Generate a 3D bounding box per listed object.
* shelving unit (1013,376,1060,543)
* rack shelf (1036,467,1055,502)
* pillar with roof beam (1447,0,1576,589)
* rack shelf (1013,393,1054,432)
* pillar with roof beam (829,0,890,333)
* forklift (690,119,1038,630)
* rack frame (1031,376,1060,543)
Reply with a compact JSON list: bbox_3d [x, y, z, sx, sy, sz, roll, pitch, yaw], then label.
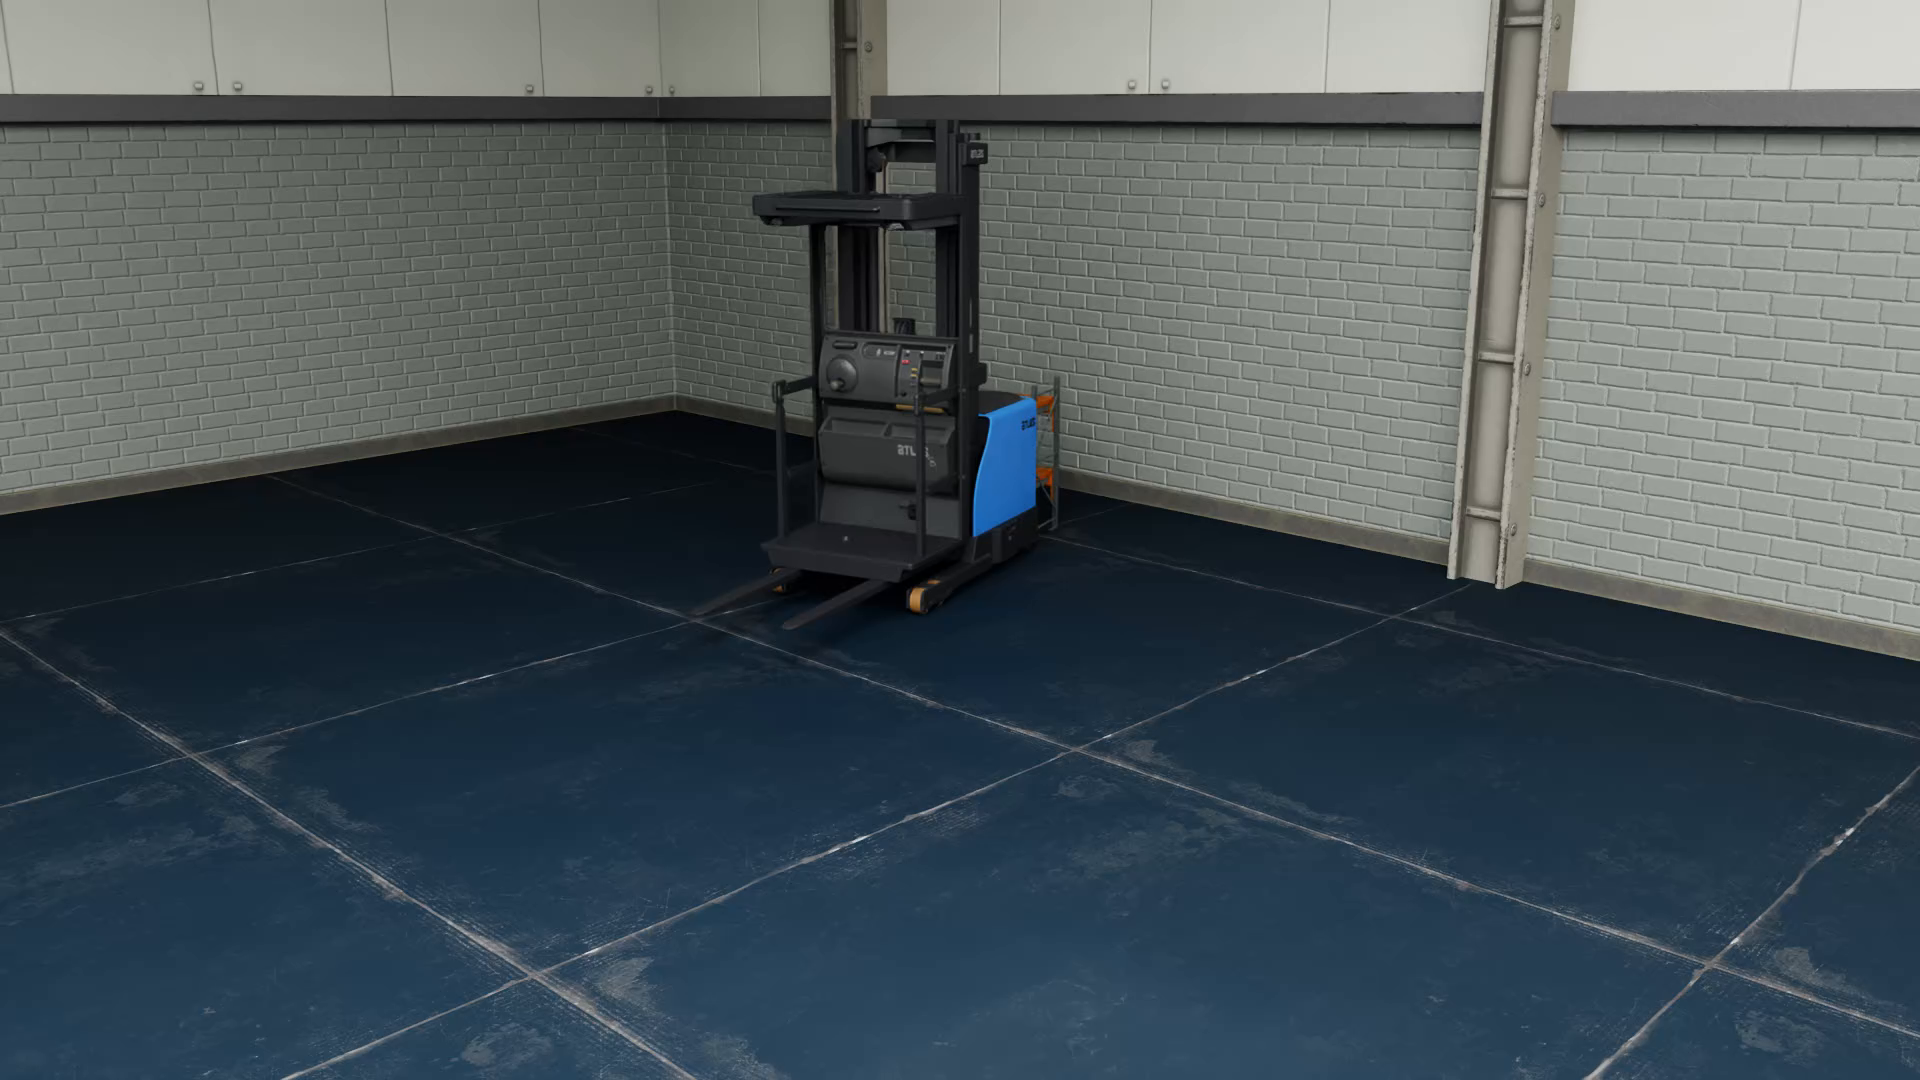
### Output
[{"bbox_3d":[0.146,-0.636,12.143,1.048,1.125,0.538,6,16,23],"label":"shelving unit"},{"bbox_3d":[0.146,-0.400,12.205,1.000,0.278,0.538,6,16,23],"label":"rack shelf"},{"bbox_3d":[0.471,-3.318,6.818,0.400,9.000,9.100,14,20,42],"label":"pillar with roof beam"},{"bbox_3d":[0.146,-0.920,12.070,1.000,0.278,0.538,6,16,23],"label":"rack shelf"},{"bbox_3d":[-3.848,-4.368,10.848,0.400,9.000,9.100,14,20,42],"label":"pillar with roof beam"},{"bbox_3d":[-0.562,-1.091,10.306,1.130,2.935,3.031,7,16,26],"label":"forklift"},{"bbox_3d":[0.609,-0.584,11.941,0.032,1.125,0.500,6,16,23],"label":"rack frame"}]
